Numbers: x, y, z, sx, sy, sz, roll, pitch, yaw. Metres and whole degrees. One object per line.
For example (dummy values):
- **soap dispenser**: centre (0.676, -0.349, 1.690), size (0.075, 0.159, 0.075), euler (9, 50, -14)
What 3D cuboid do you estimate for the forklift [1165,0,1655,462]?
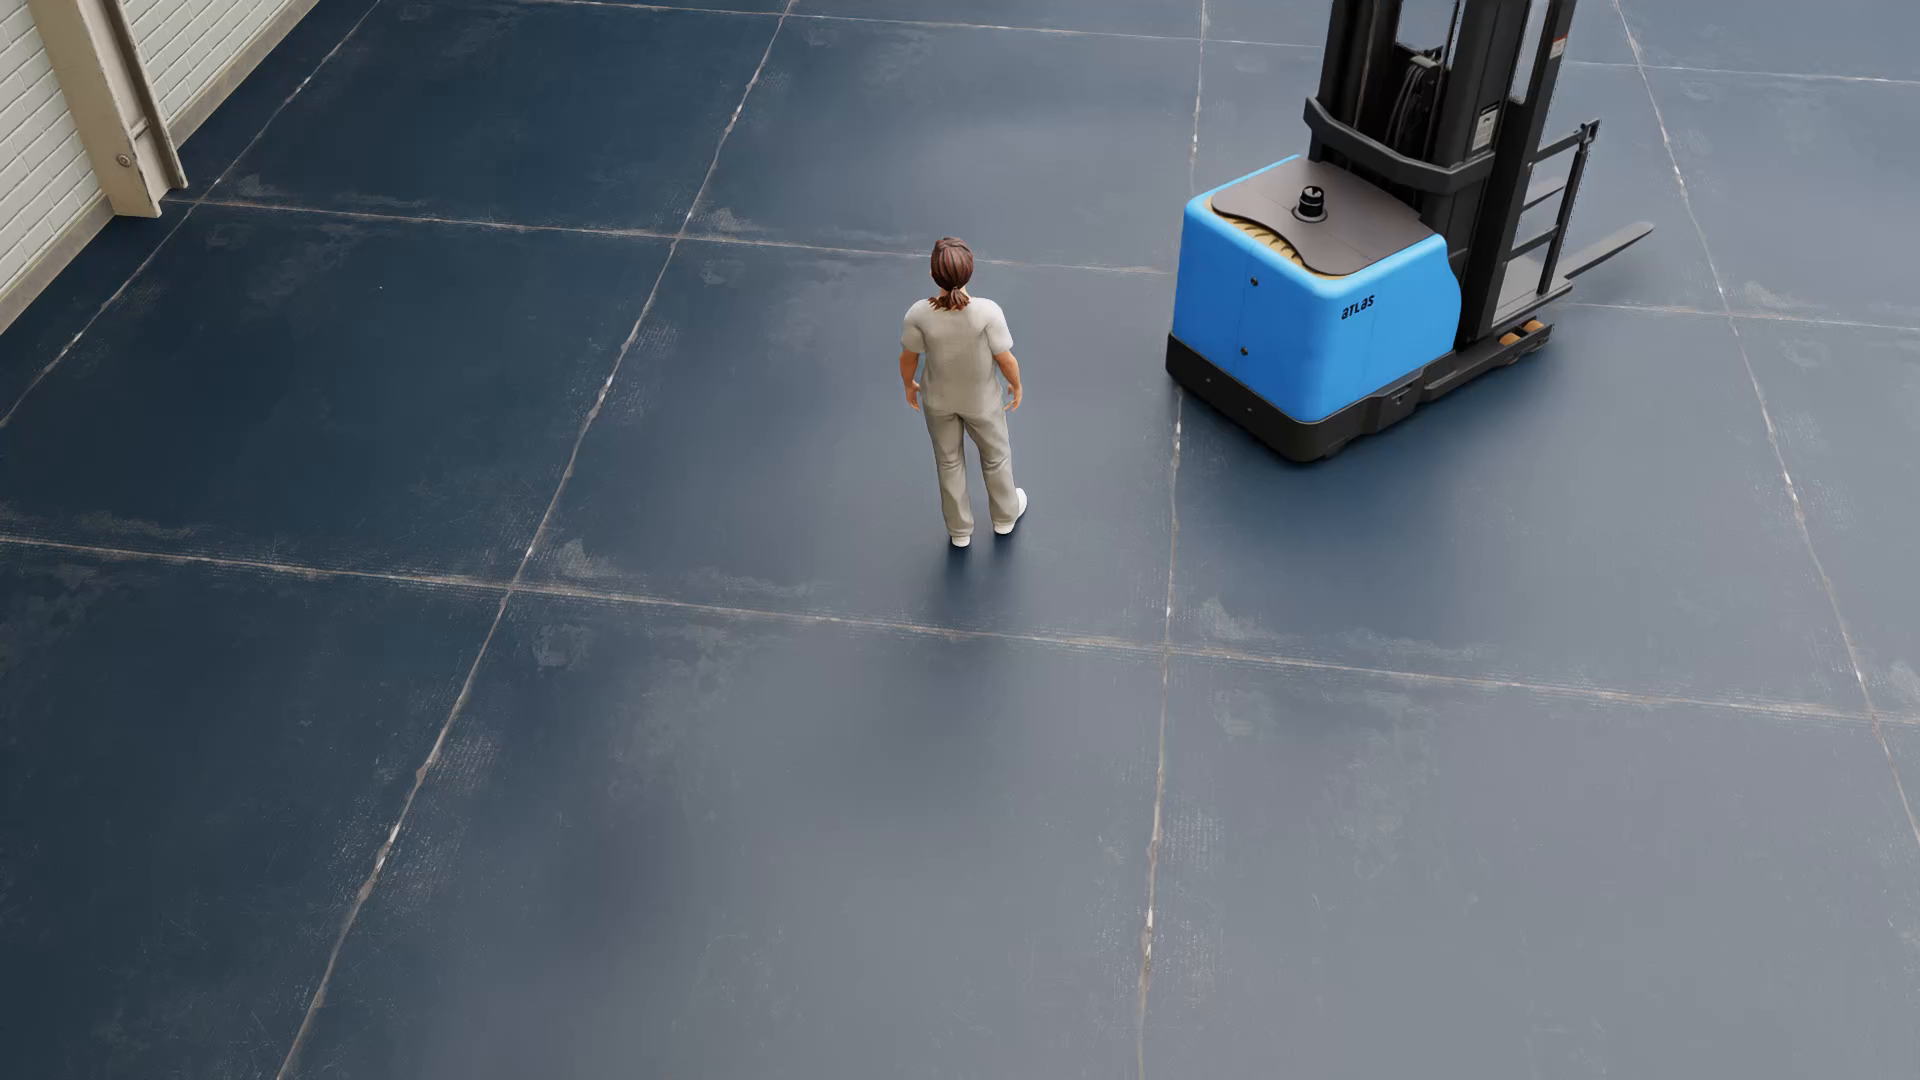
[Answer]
- **forklift**: centre (2.567, -2.281, 8.207), size (3.031, 2.935, 1.130), euler (-27, 49, -26)

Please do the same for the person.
- **person**: centre (0.023, -0.671, 7.372), size (0.550, 1.673, 0.548), euler (5, 43, 6)
